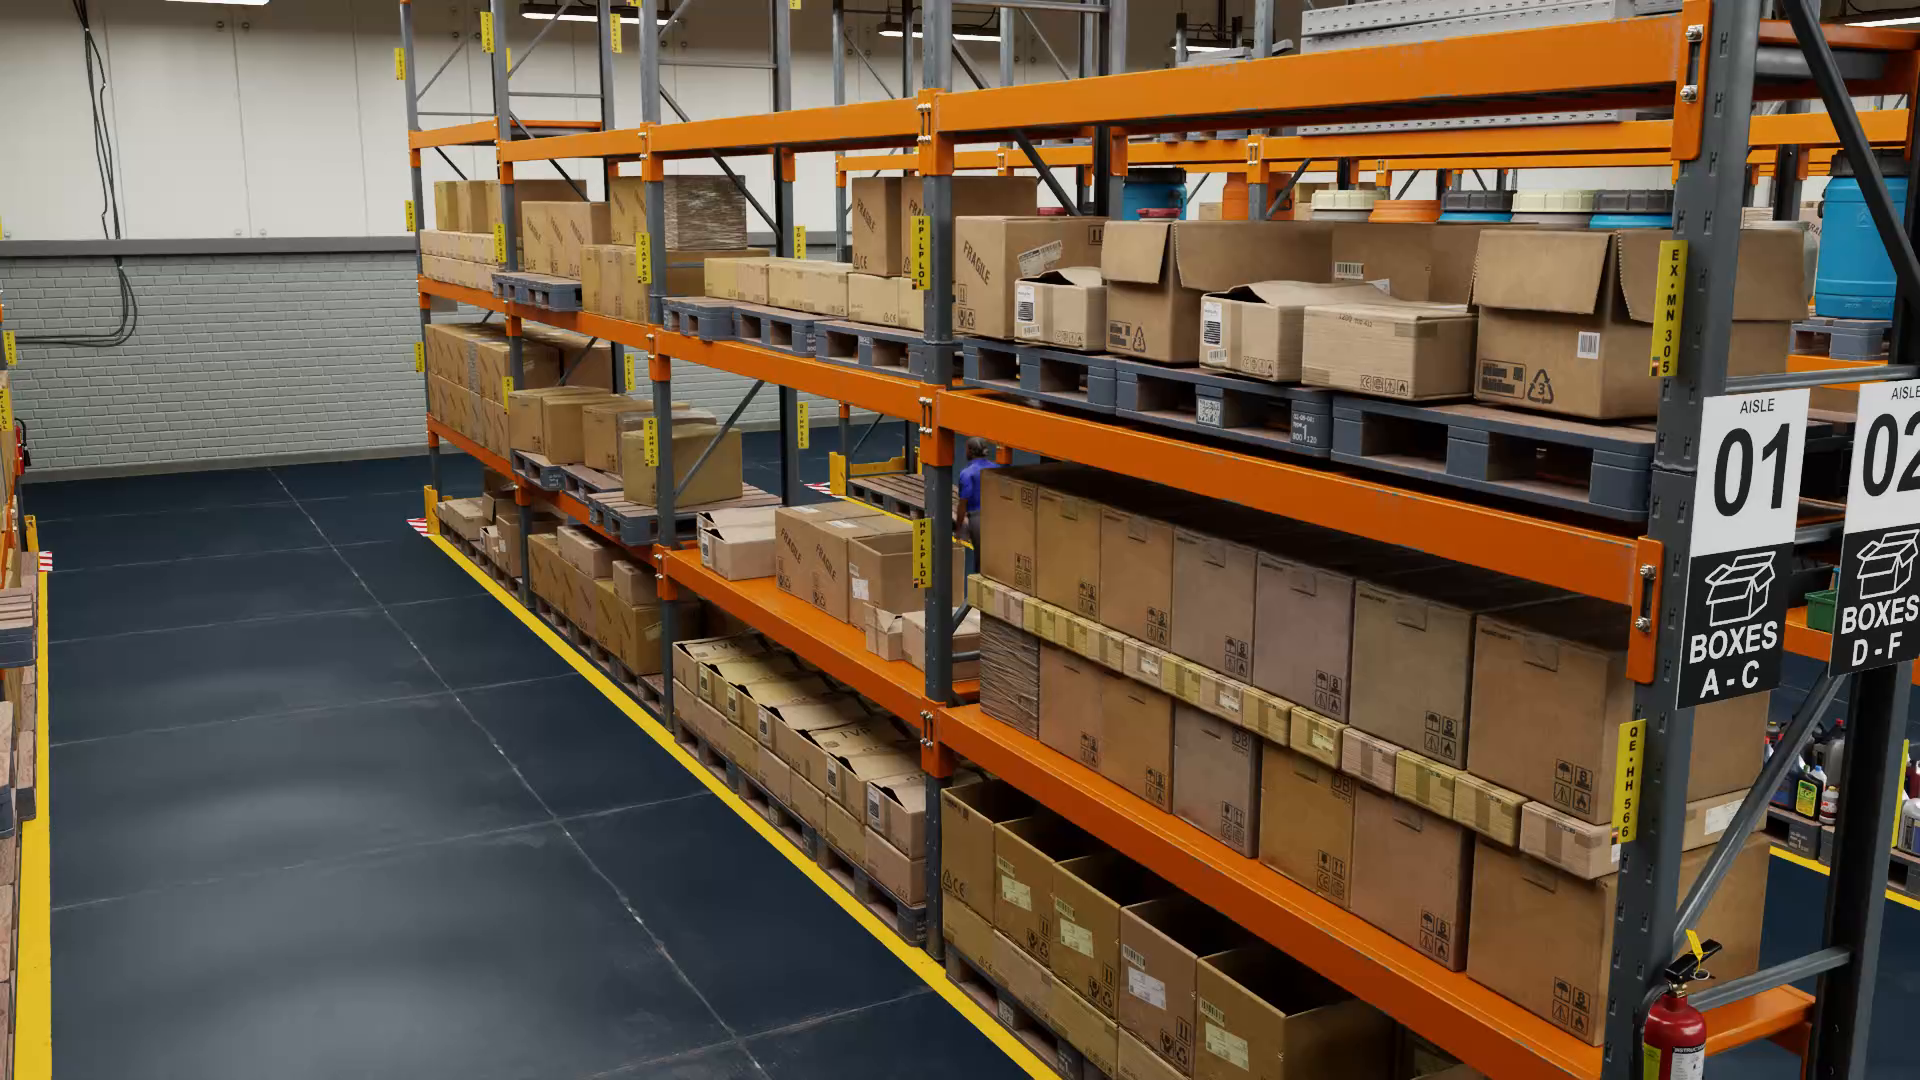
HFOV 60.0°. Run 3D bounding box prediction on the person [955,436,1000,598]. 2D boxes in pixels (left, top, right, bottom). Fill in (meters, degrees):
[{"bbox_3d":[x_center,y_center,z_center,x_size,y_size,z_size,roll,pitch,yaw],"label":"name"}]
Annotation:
[{"bbox_3d":[0.178,-0.105,14.474,0.476,1.631,0.846,-11,16,-43],"label":"person"}]
